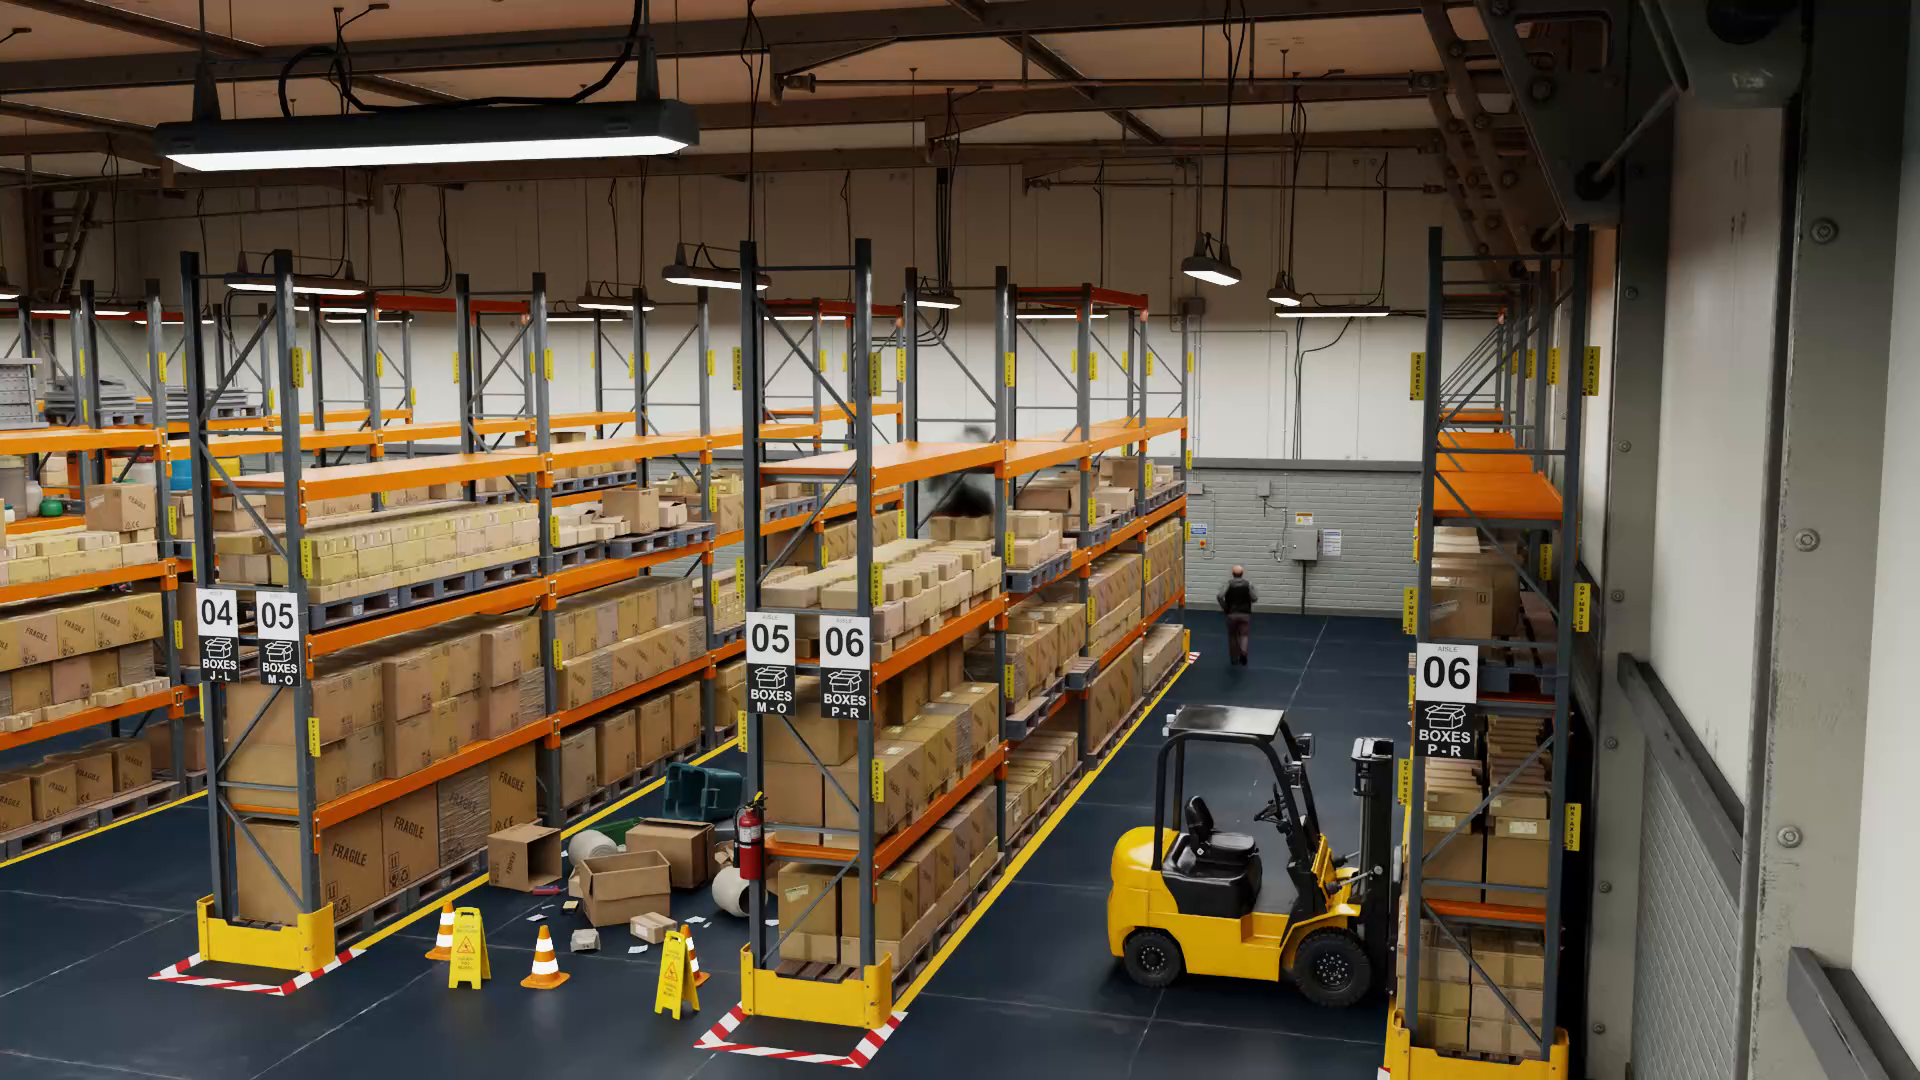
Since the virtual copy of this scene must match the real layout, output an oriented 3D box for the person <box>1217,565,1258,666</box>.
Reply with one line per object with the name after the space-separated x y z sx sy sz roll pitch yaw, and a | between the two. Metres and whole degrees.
4.541 1.246 27.277 0.670 1.696 0.942 1 6 6 | person
